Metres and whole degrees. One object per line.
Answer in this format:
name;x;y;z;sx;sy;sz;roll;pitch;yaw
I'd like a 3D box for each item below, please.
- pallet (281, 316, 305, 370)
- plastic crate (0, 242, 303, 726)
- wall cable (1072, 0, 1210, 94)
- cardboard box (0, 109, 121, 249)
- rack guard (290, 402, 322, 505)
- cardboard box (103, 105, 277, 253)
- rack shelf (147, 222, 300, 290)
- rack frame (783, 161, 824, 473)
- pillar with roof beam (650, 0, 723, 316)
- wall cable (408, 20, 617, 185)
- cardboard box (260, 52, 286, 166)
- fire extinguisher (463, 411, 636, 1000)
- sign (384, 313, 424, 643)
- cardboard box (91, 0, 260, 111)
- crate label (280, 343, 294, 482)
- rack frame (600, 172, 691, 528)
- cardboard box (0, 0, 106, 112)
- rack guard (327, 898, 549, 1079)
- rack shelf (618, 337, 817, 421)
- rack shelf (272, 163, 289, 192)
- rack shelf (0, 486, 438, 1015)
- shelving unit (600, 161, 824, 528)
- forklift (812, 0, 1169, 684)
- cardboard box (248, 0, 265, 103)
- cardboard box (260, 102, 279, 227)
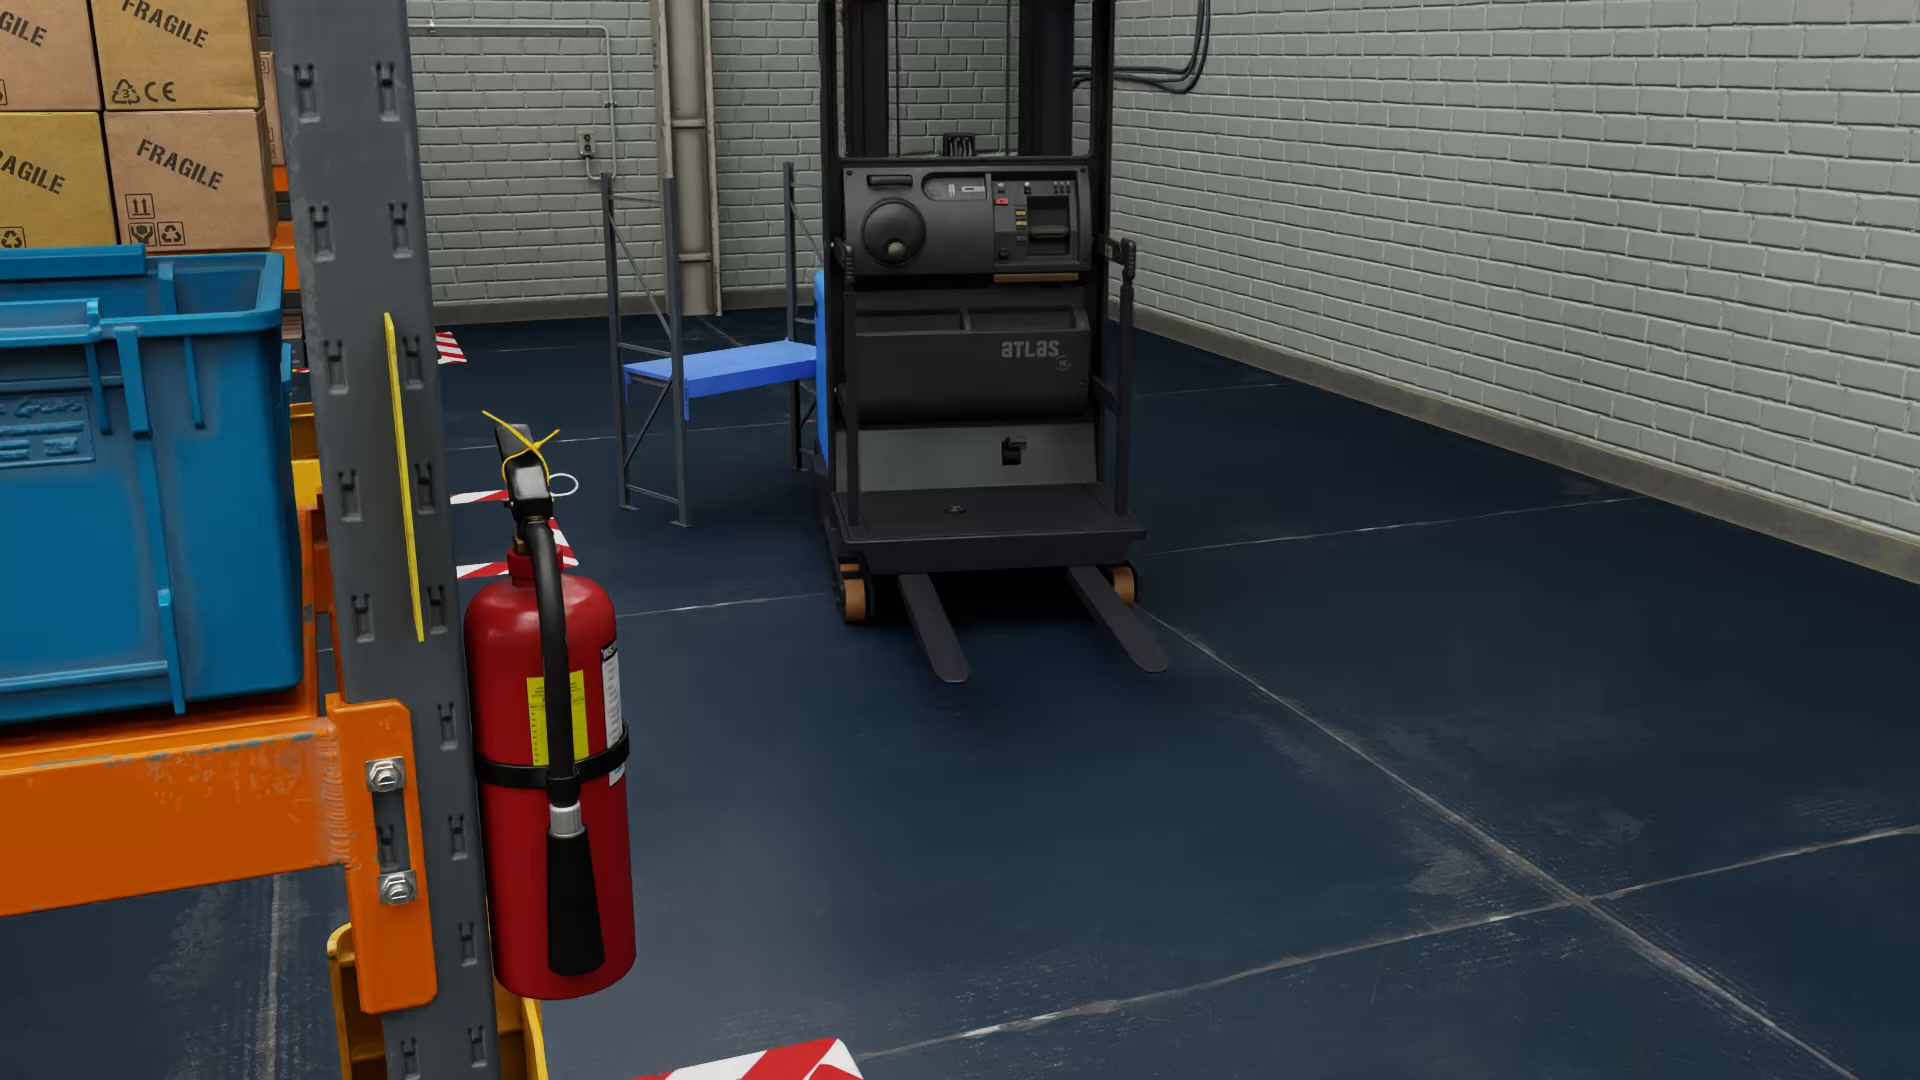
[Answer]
pallet;-5.044;-1.296;11.135;1.213;0.211;1.003;-6;17;-20
plastic crate;-1.026;-0.091;1.915;0.499;0.435;0.616;-6;17;-20
wall cable;1.084;-4.600;12.301;0.112;2.526;3.097;-6;17;-20
cardboard box;-3.354;-1.310;6.057;0.500;0.500;0.500;-6;17;-20
rack guard;-2.621;-0.225;6.976;0.348;0.500;1.175;-6;17;-20
cardboard box;-2.870;-1.363;6.238;0.500;0.500;0.500;-6;17;-18
rack shelf;-4.417;-0.885;6.065;4.000;0.370;1.077;-6;17;-20
rack frame;-0.652;-1.027;7.933;0.500;1.500;0.032;16;22;42
pillar with roof beam;-0.573;-4.980;8.087;0.400;9.000;9.100;-6;17;-20
wall cable;-3.468;-3.600;12.231;1.851;1.984;0.084;-6;17;-20
cardboard box;-4.798;-2.825;10.861;0.700;0.700;0.980;-5;17;-18
fire extinguisher;-0.477;0.192;1.919;0.183;0.674;0.296;-6;17;-20
sign;-0.569;-0.063;1.701;0.005;0.325;0.100;-6;17;-20
cardboard box;-2.867;-1.842;6.096;0.500;0.500;0.500;-6;18;-21
crate label;-1.129;-0.138;2.436;0.303;0.233;0.416;-6;17;-20
rack frame;-1.367;-0.823;7.239;0.500;1.500;0.032;16;22;42
cardboard box;-3.338;-1.791;5.922;0.500;0.500;0.500;-6;17;-19
rack guard;-0.763;1.065;2.583;0.348;0.500;1.175;-6;17;-20
rack shelf;-1.010;-0.752;7.637;0.538;0.185;1.000;16;22;42
rack shelf;-6.193;-2.188;10.502;4.000;0.370;1.077;-6;17;-20
rack shelf;-2.648;0.419;1.626;4.000;0.370;1.077;-6;17;-20
shelving unit;-1.010;-0.925;7.586;0.538;1.500;1.048;16;22;42
forklift;0.065;-1.210;6.016;1.130;2.935;3.031;-2;17;-8
cardboard box;-3.058;-1.984;6.579;0.500;0.500;0.500;-6;17;-18
cardboard box;-3.058;-1.504;6.720;0.500;0.500;0.500;-6;17;-19
